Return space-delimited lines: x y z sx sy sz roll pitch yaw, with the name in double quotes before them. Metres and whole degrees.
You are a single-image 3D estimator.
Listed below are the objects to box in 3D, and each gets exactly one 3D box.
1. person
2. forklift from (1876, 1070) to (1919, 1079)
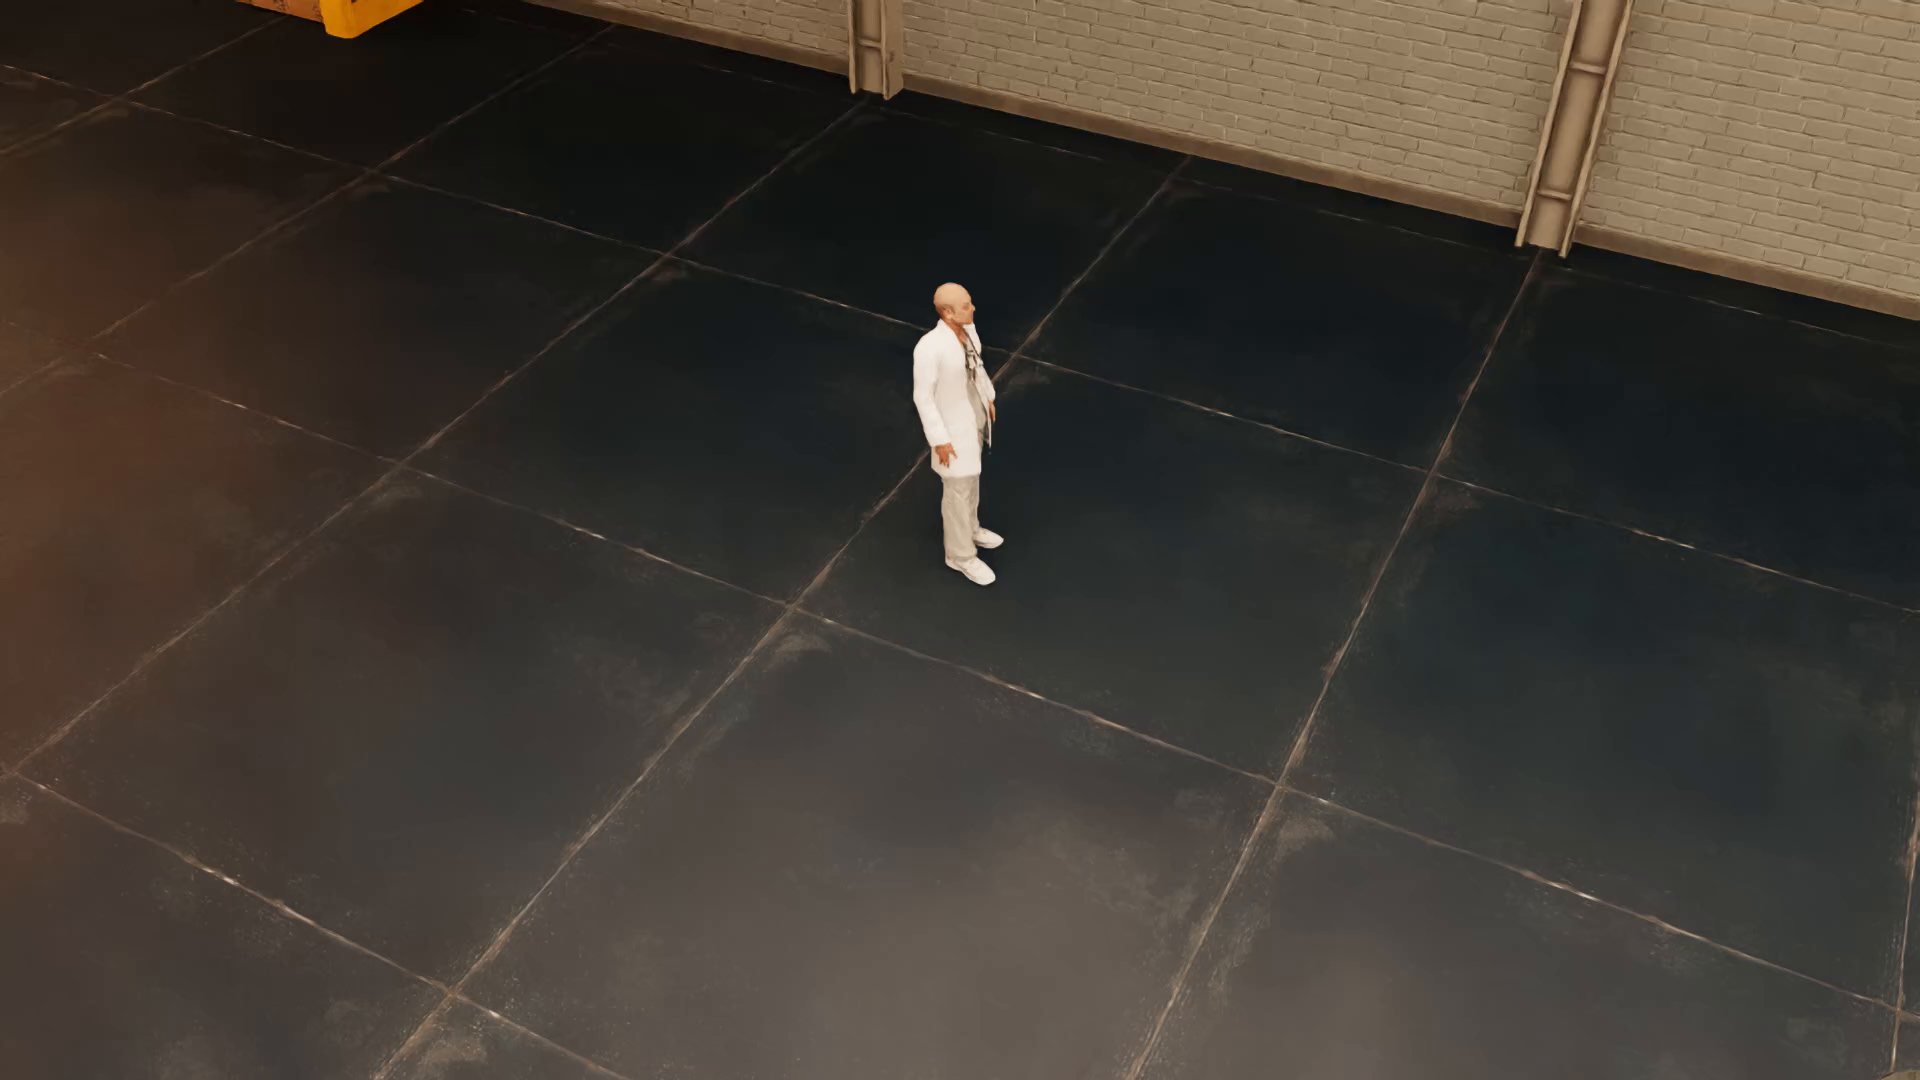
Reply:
"person" 0.079 -0.655 9.650 0.579 1.776 0.694 18 43 21
"forklift" 2.528 2.932 4.506 1.130 2.935 3.031 -15 42 -17
